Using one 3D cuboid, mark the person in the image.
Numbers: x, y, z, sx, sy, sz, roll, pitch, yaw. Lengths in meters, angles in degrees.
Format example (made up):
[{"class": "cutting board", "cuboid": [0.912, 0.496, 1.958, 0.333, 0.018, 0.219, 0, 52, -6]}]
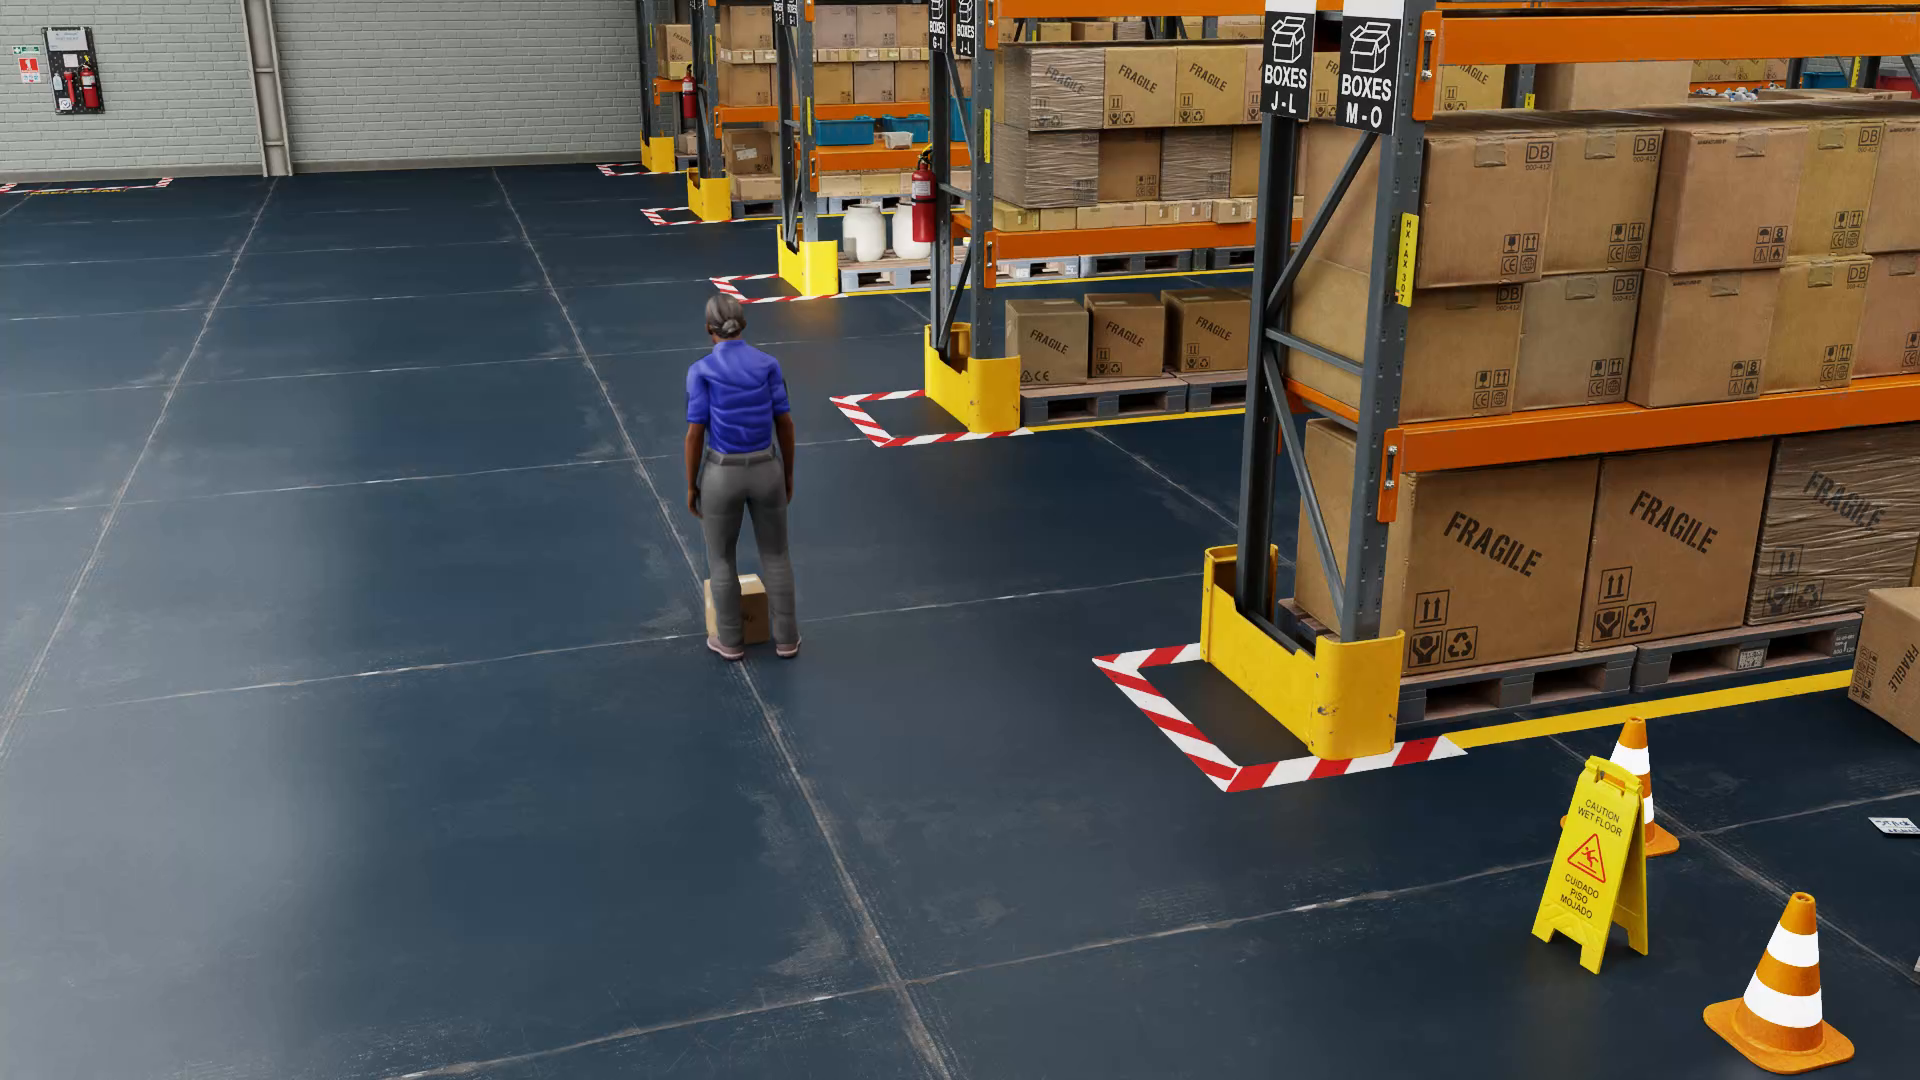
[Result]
[{"class": "person", "cuboid": [-0.964, -0.267, 7.337, 0.518, 1.653, 0.402, -7, 21, -20]}]
